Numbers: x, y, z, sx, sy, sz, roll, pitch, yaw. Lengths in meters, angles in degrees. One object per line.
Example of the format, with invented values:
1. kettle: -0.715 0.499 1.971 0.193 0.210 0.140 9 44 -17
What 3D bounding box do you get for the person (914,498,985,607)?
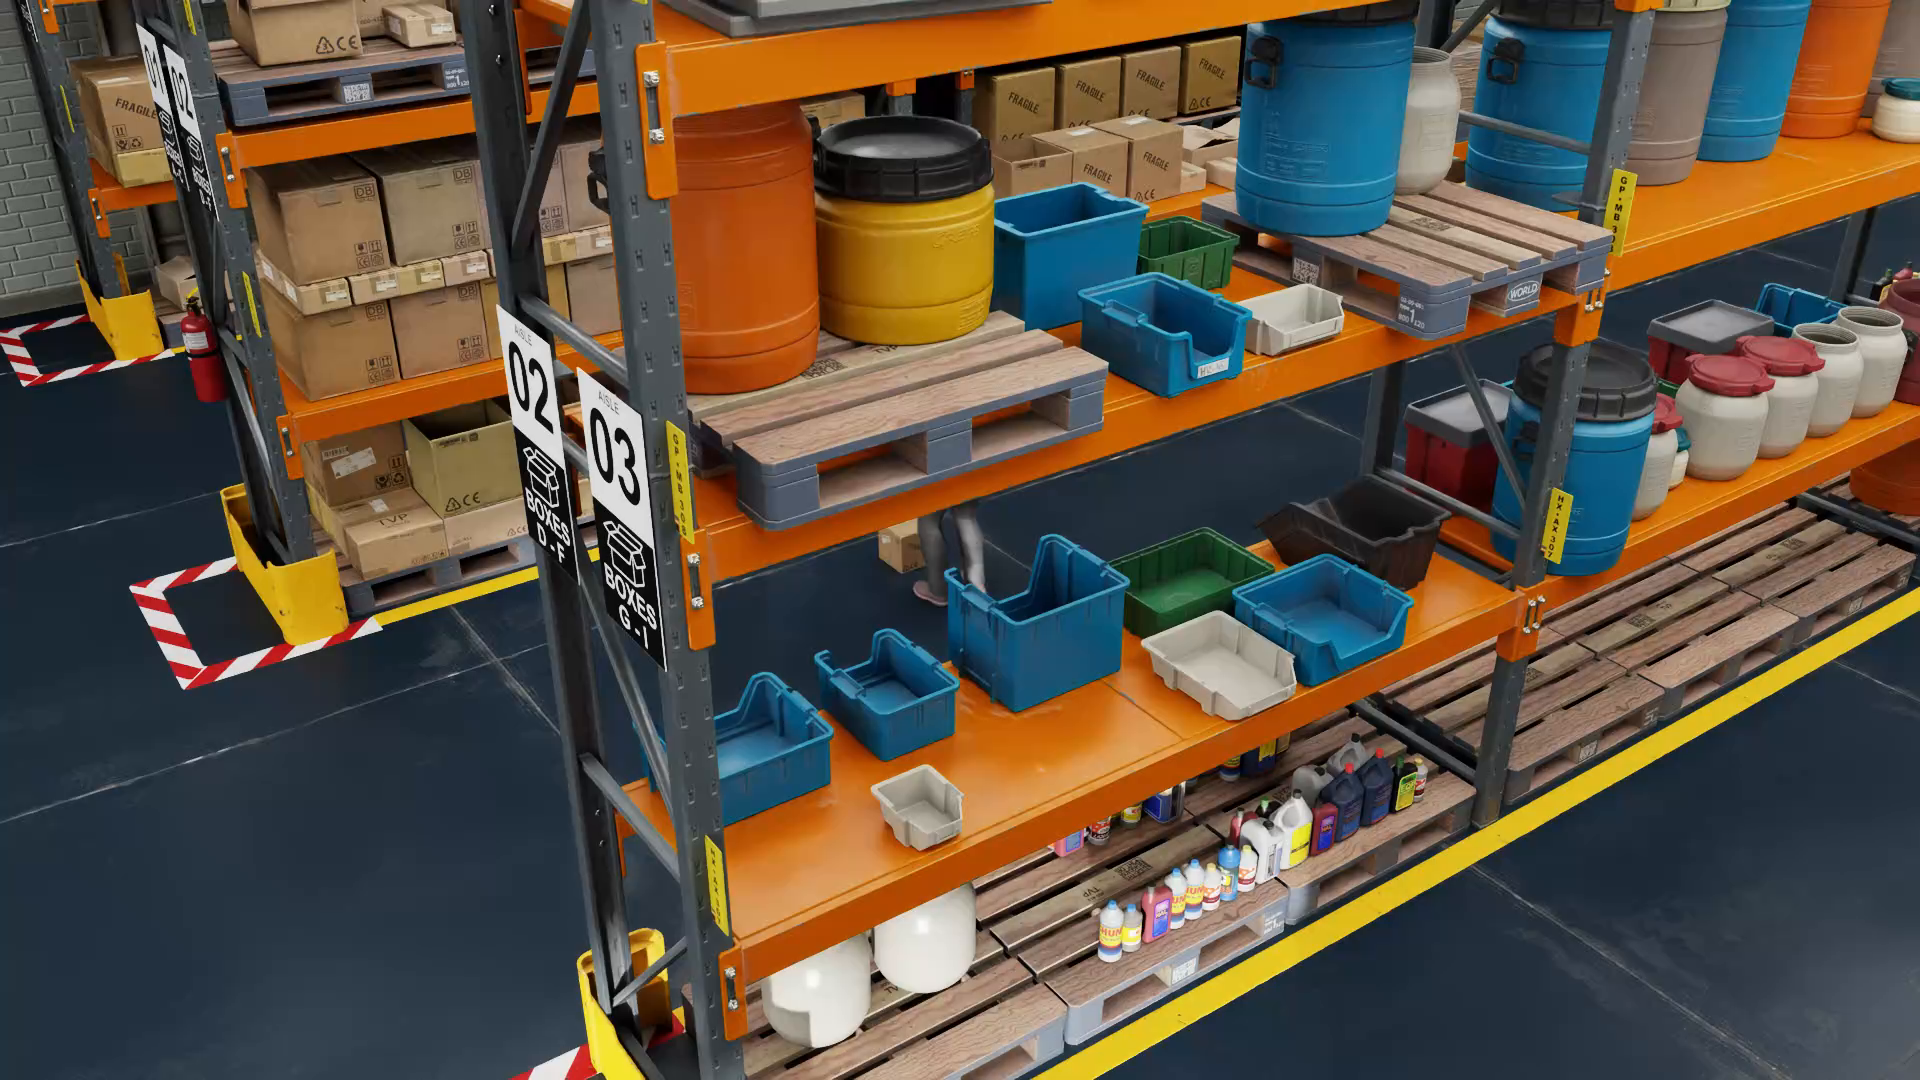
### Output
1. person: -0.080 -0.404 9.380 0.439 1.655 0.306 -18 34 -30
